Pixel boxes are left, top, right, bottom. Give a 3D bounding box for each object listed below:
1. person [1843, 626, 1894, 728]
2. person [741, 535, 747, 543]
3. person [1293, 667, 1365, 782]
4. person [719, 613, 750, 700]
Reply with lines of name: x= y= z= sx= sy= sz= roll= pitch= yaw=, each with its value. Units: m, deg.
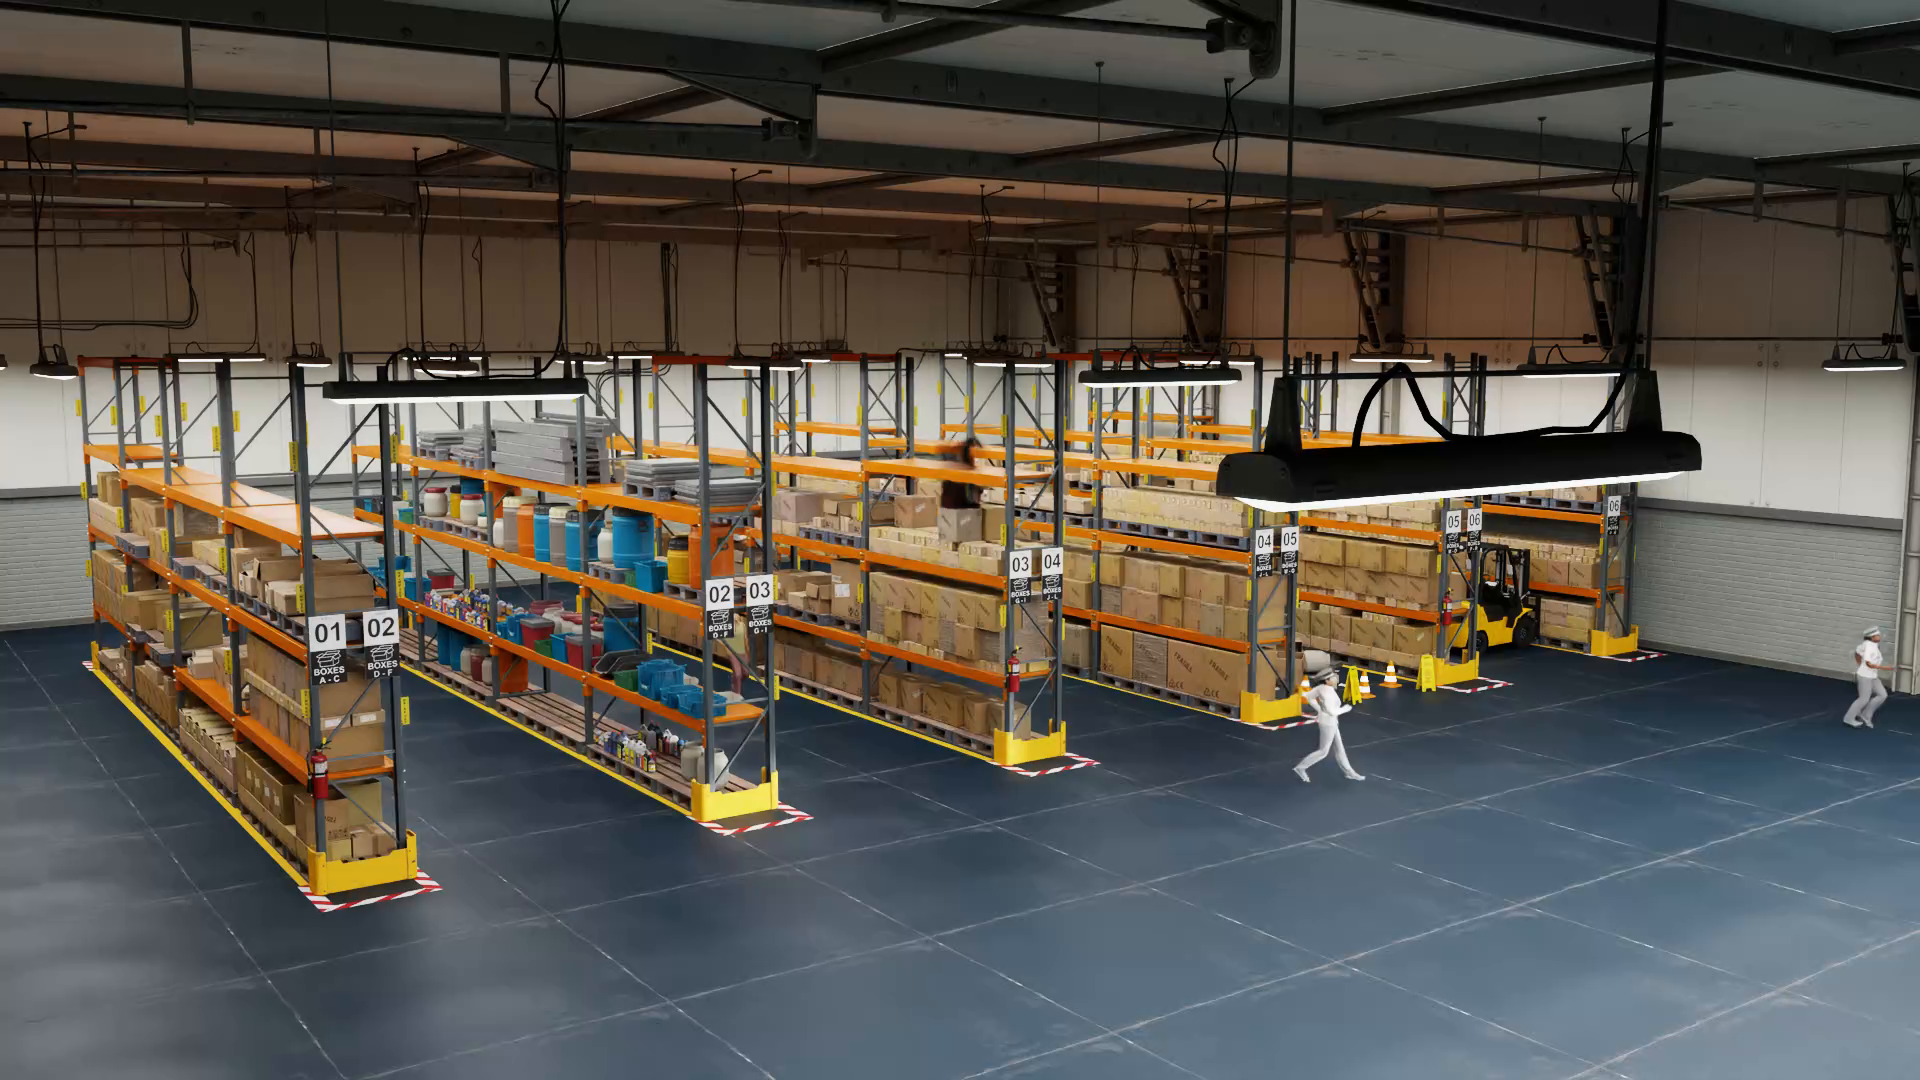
person: x=14.770 y=2.240 z=26.996 sx=0.687 sy=1.714 sz=0.566 roll=5 pitch=8 yaw=33
person: x=-5.066 y=0.747 z=38.990 sx=0.731 sy=1.798 sz=0.748 roll=-2 pitch=7 yaw=-17
person: x=5.253 y=2.609 z=23.578 sx=1.036 sy=1.648 sz=0.625 roll=0 pitch=7 yaw=4
person: x=-3.940 y=1.989 z=29.200 sx=0.577 sy=1.620 sz=0.566 roll=-5 pitch=8 yaw=-35
